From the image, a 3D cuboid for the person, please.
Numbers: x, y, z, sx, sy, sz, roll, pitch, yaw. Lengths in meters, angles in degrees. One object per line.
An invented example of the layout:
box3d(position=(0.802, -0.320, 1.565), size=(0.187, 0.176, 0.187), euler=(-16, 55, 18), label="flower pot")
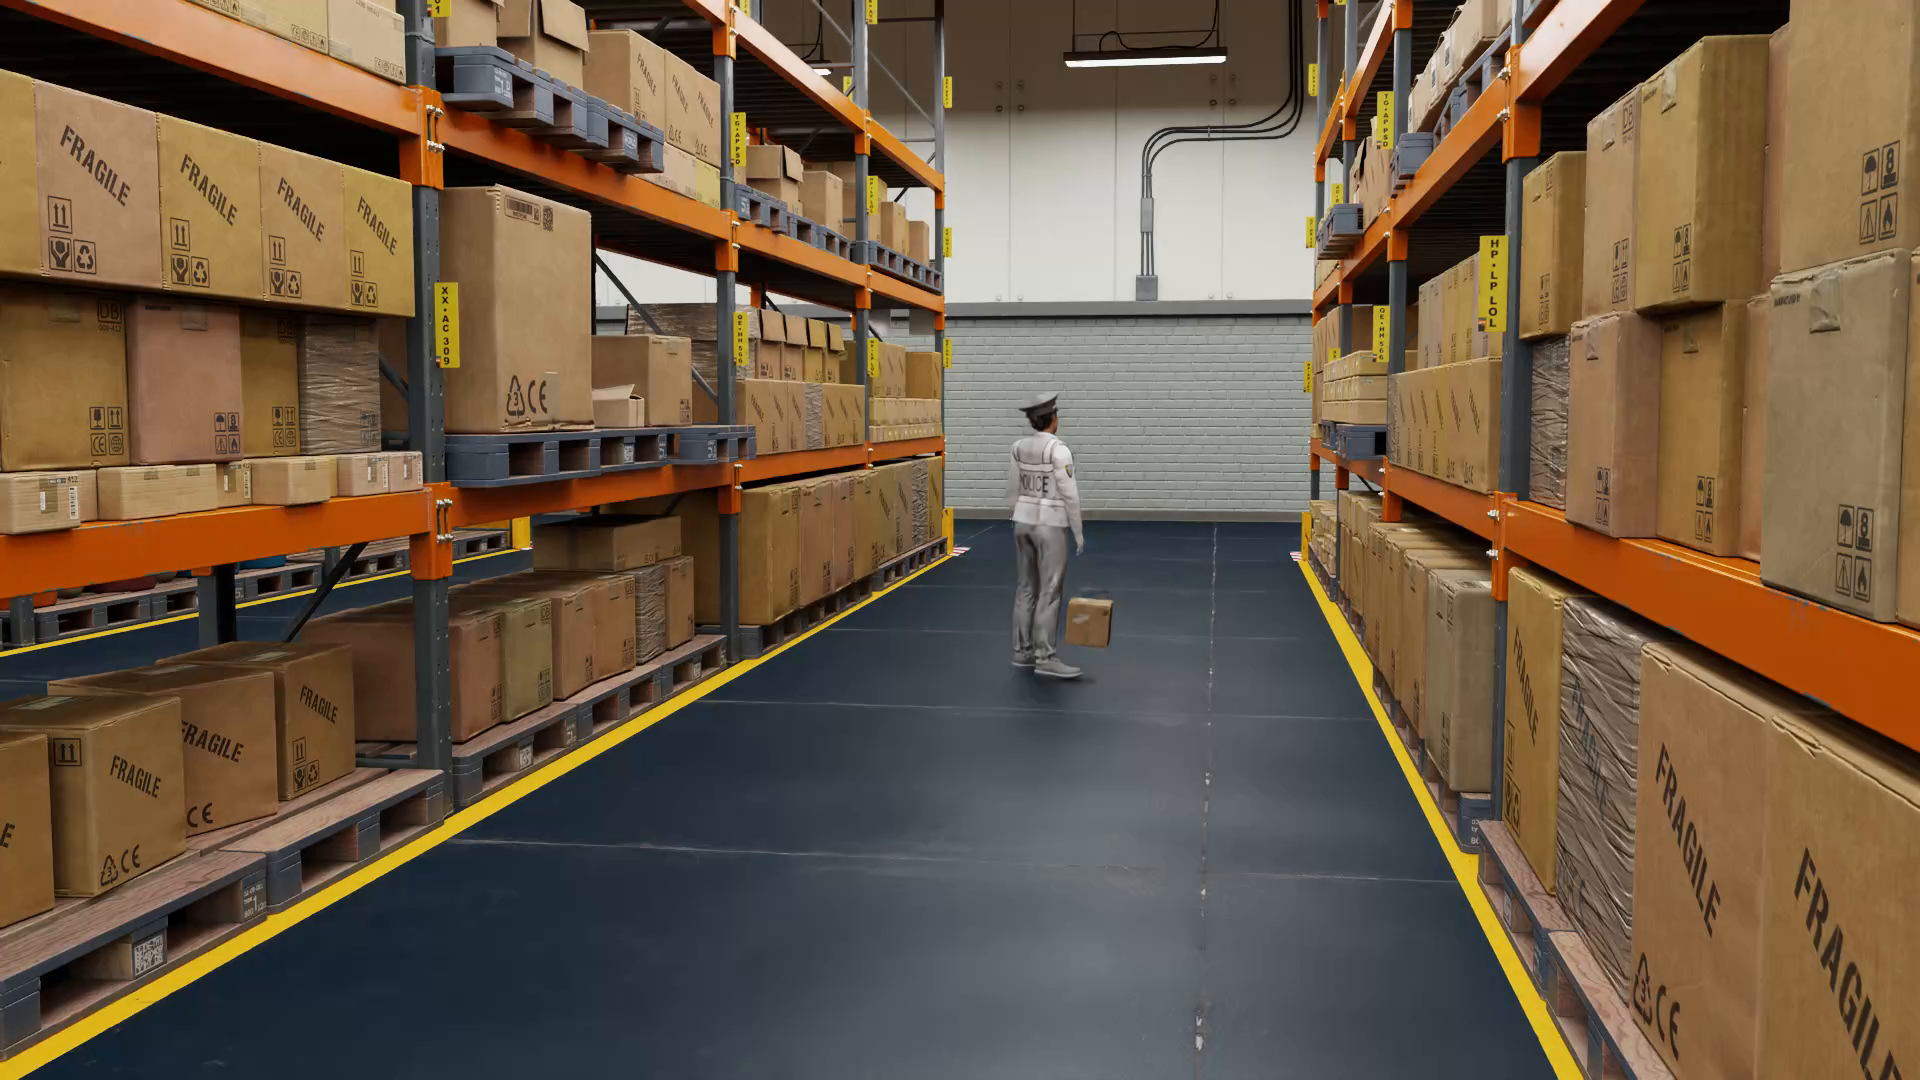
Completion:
box3d(position=(0.507, -0.041, 9.997), size=(0.355, 1.690, 0.583), euler=(-4, 6, -43), label="person")
